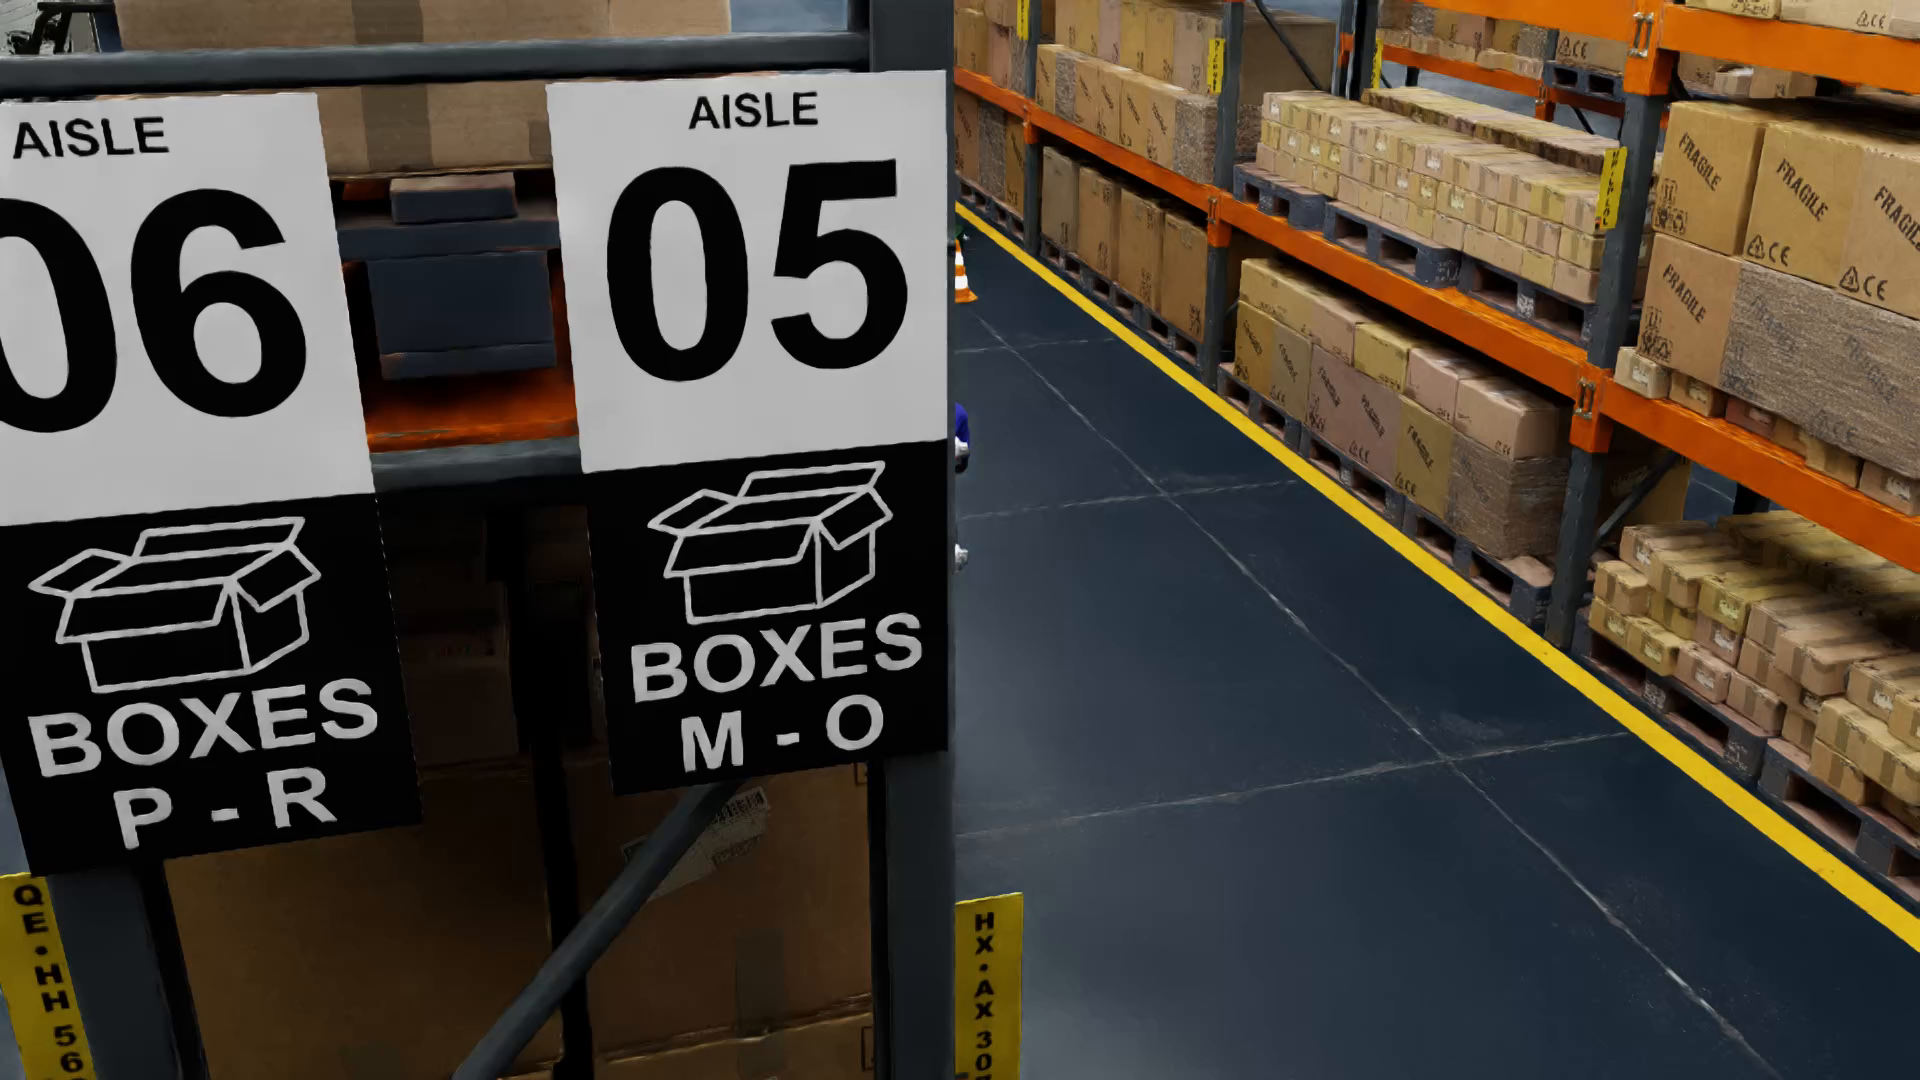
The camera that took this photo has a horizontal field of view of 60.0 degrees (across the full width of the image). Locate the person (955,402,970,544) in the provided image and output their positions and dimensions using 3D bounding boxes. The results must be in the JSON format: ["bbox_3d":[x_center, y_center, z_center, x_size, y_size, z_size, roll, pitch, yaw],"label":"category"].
[{"bbox_3d":[-0.231,-0.009,6.688,0.541,1.680,0.687,-12,26,-26],"label":"person"}]
